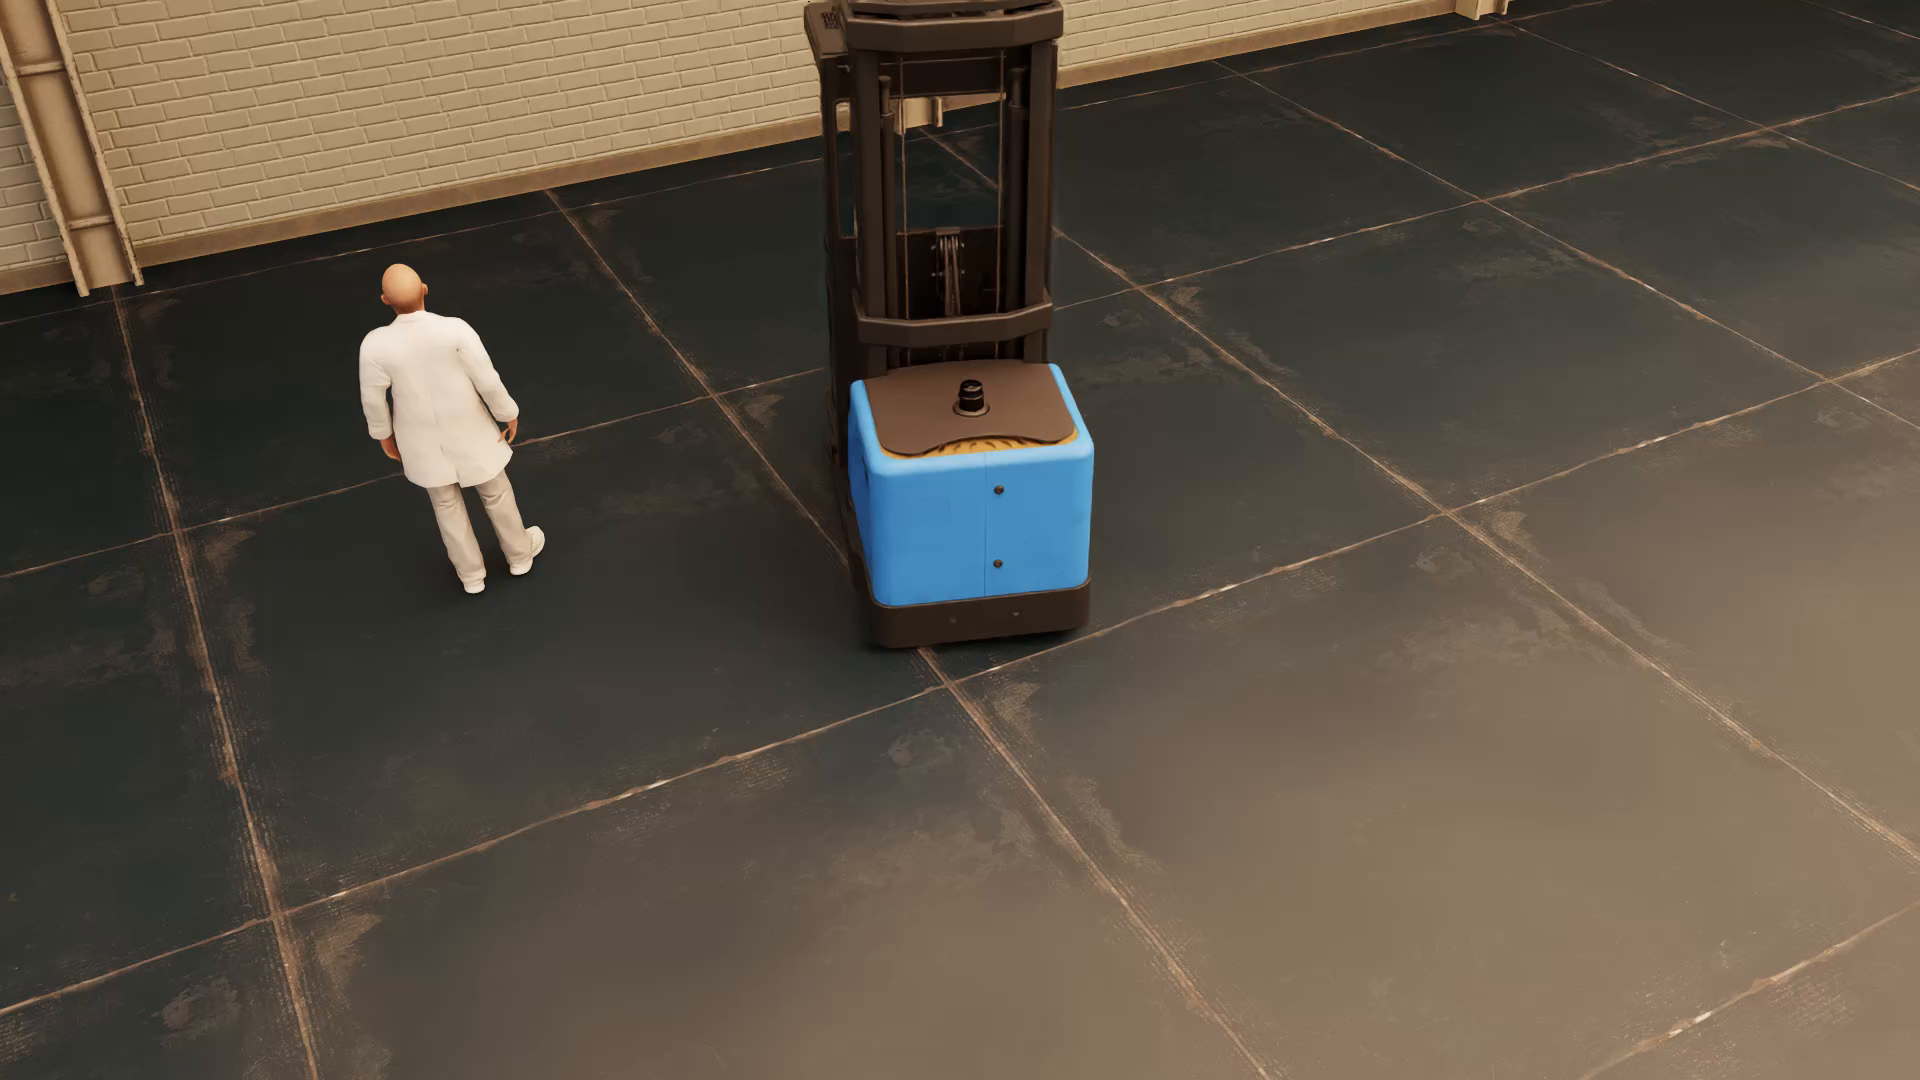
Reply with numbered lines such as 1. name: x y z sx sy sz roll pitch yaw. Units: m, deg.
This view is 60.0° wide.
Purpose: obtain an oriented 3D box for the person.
1. person: -2.438 -0.562 7.905 0.697 1.775 0.582 -5 36 -7

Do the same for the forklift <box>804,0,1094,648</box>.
1. forklift: -0.142 -1.532 8.290 1.130 2.935 3.031 -6 36 -8
